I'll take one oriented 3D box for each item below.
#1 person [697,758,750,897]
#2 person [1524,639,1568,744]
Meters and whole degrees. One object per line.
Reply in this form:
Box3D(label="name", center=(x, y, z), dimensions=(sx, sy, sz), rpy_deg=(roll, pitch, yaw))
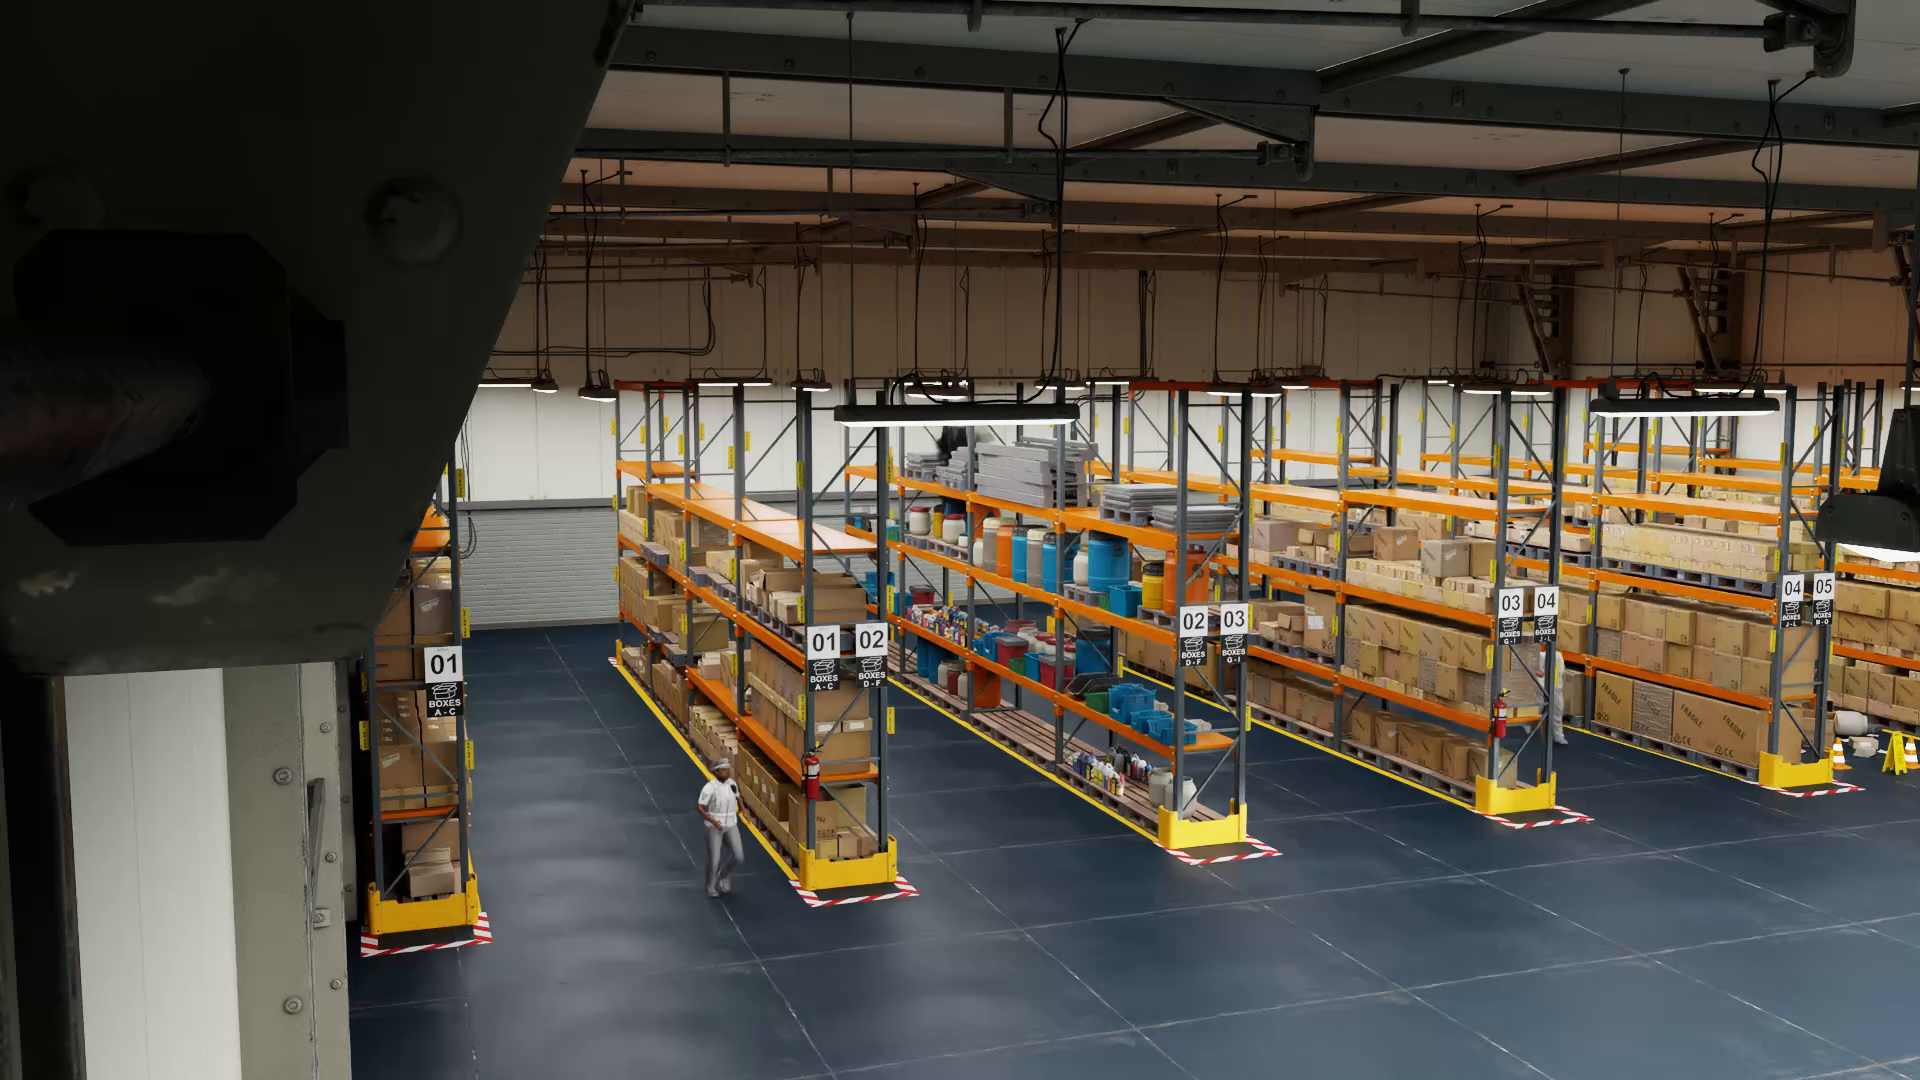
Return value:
Box3D(label="person", center=(-2.803, 3.418, 19.810), dimensions=(0.643, 1.652, 0.494), rpy_deg=(-4, 7, -34))
Box3D(label="person", center=(9.847, 2.474, 27.839), dimensions=(0.685, 1.765, 0.984), rpy_deg=(-3, 7, -24))
